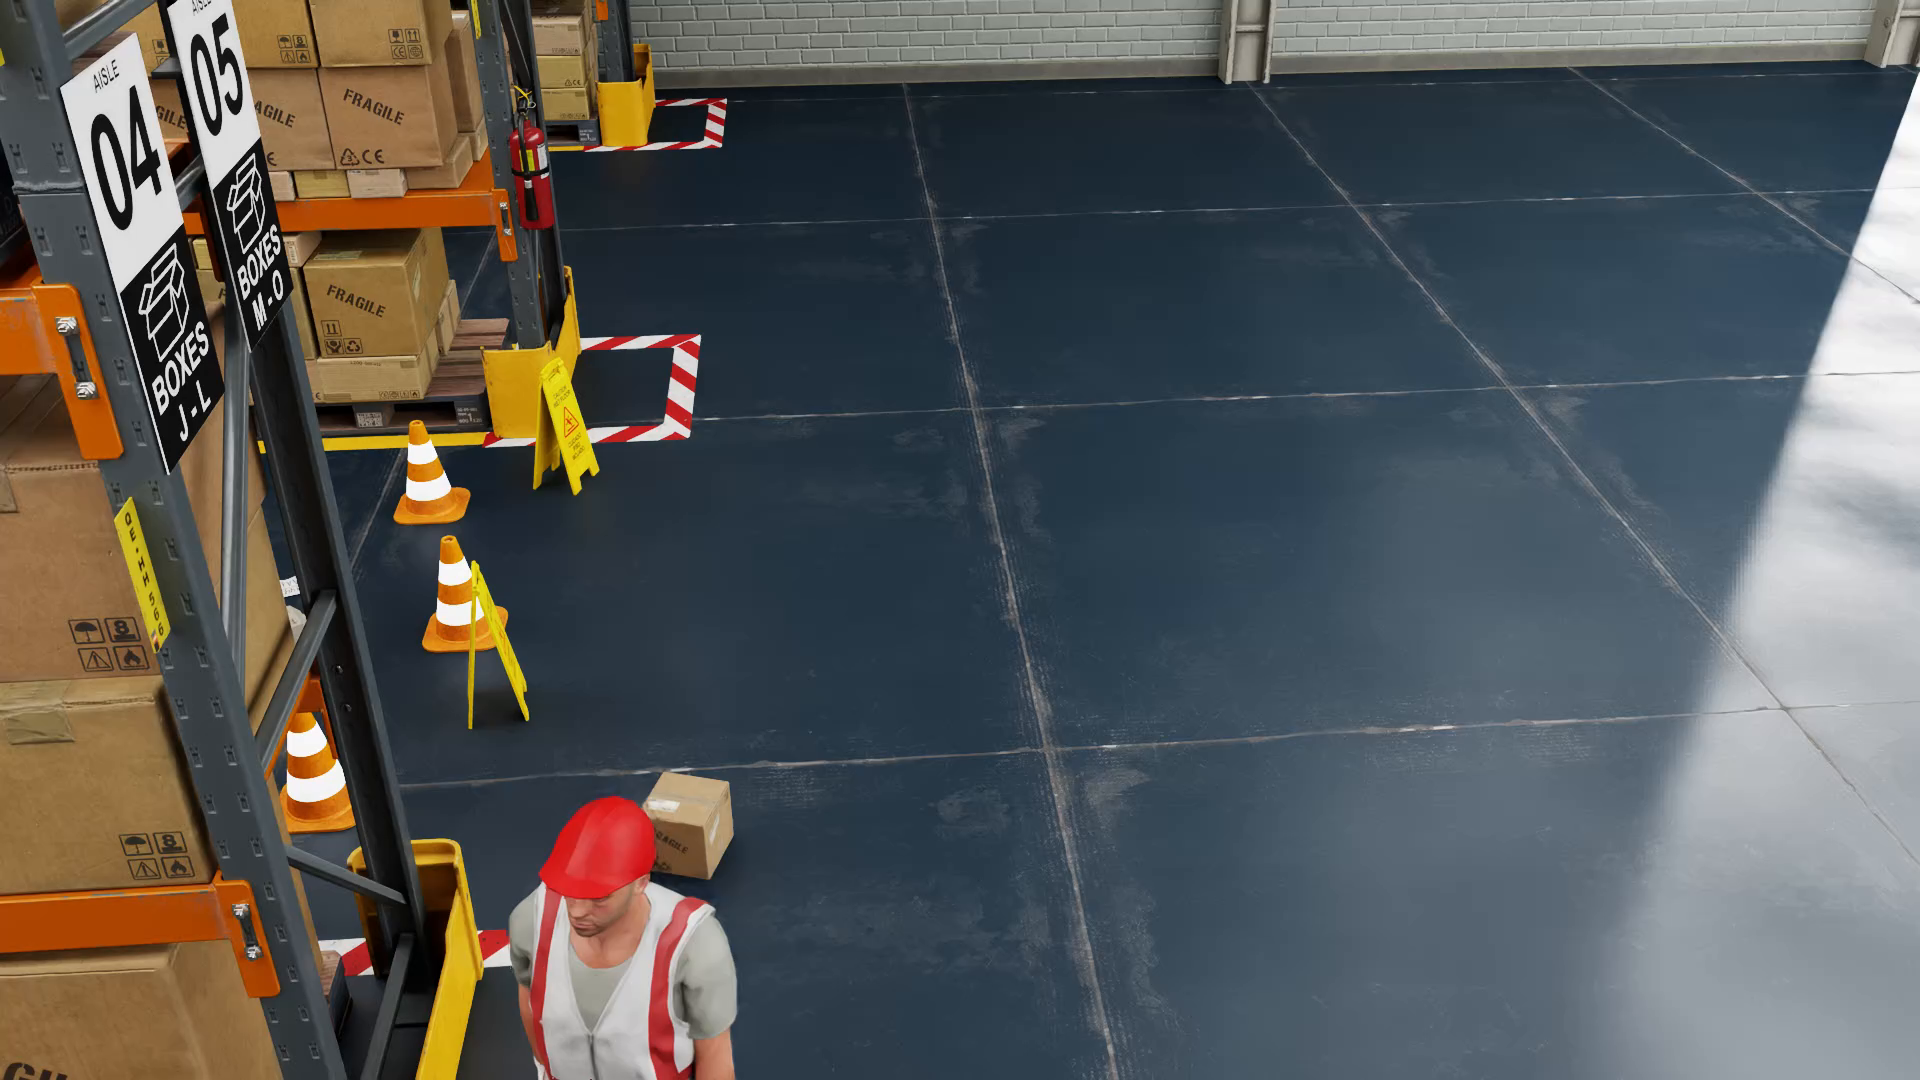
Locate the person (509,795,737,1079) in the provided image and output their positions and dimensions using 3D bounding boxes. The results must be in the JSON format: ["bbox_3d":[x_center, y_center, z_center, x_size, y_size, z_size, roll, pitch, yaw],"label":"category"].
[{"bbox_3d":[-0.767,1.331,3.839,0.542,1.793,0.451,4,31,6],"label":"person"}]
